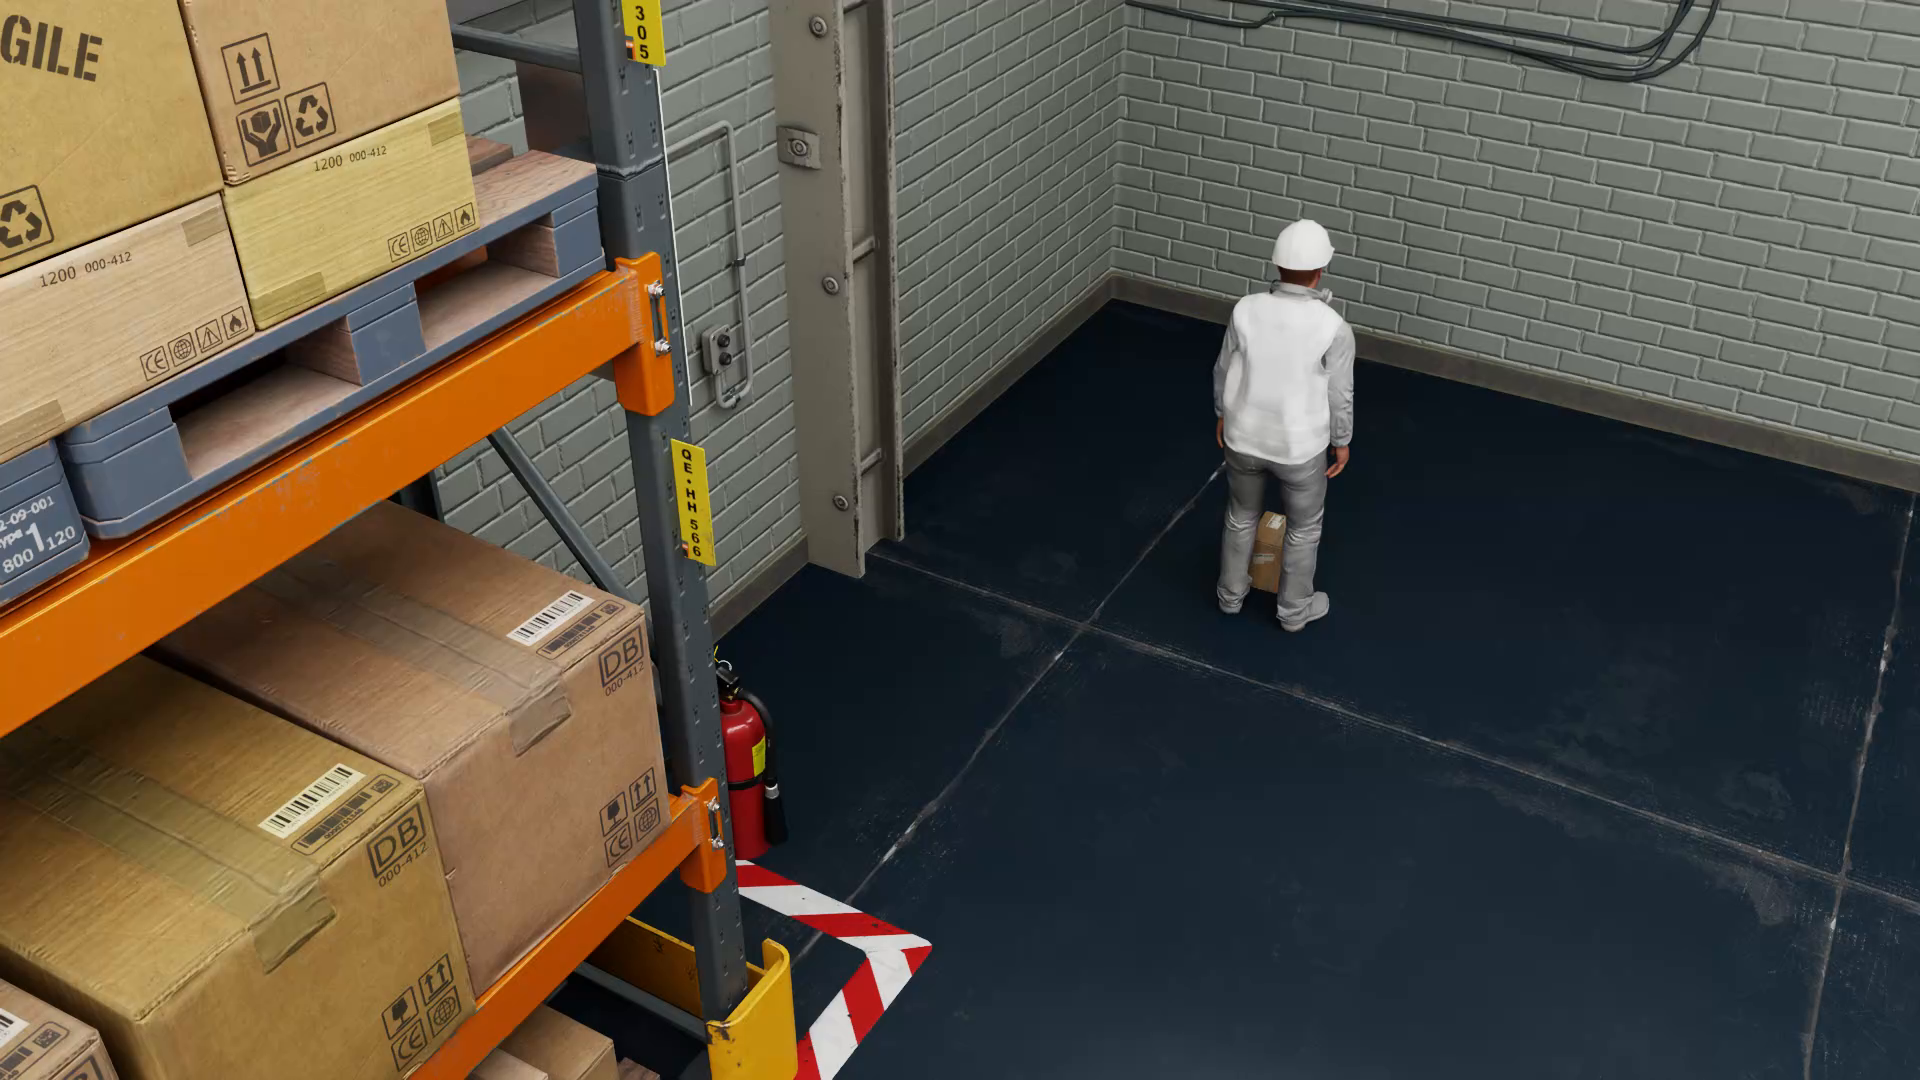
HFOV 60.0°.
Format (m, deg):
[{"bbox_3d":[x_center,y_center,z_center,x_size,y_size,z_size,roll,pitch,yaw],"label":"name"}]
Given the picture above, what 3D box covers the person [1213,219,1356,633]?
[{"bbox_3d":[1.304,-0.441,6.774,0.581,1.771,0.464,17,38,24],"label":"person"}]
